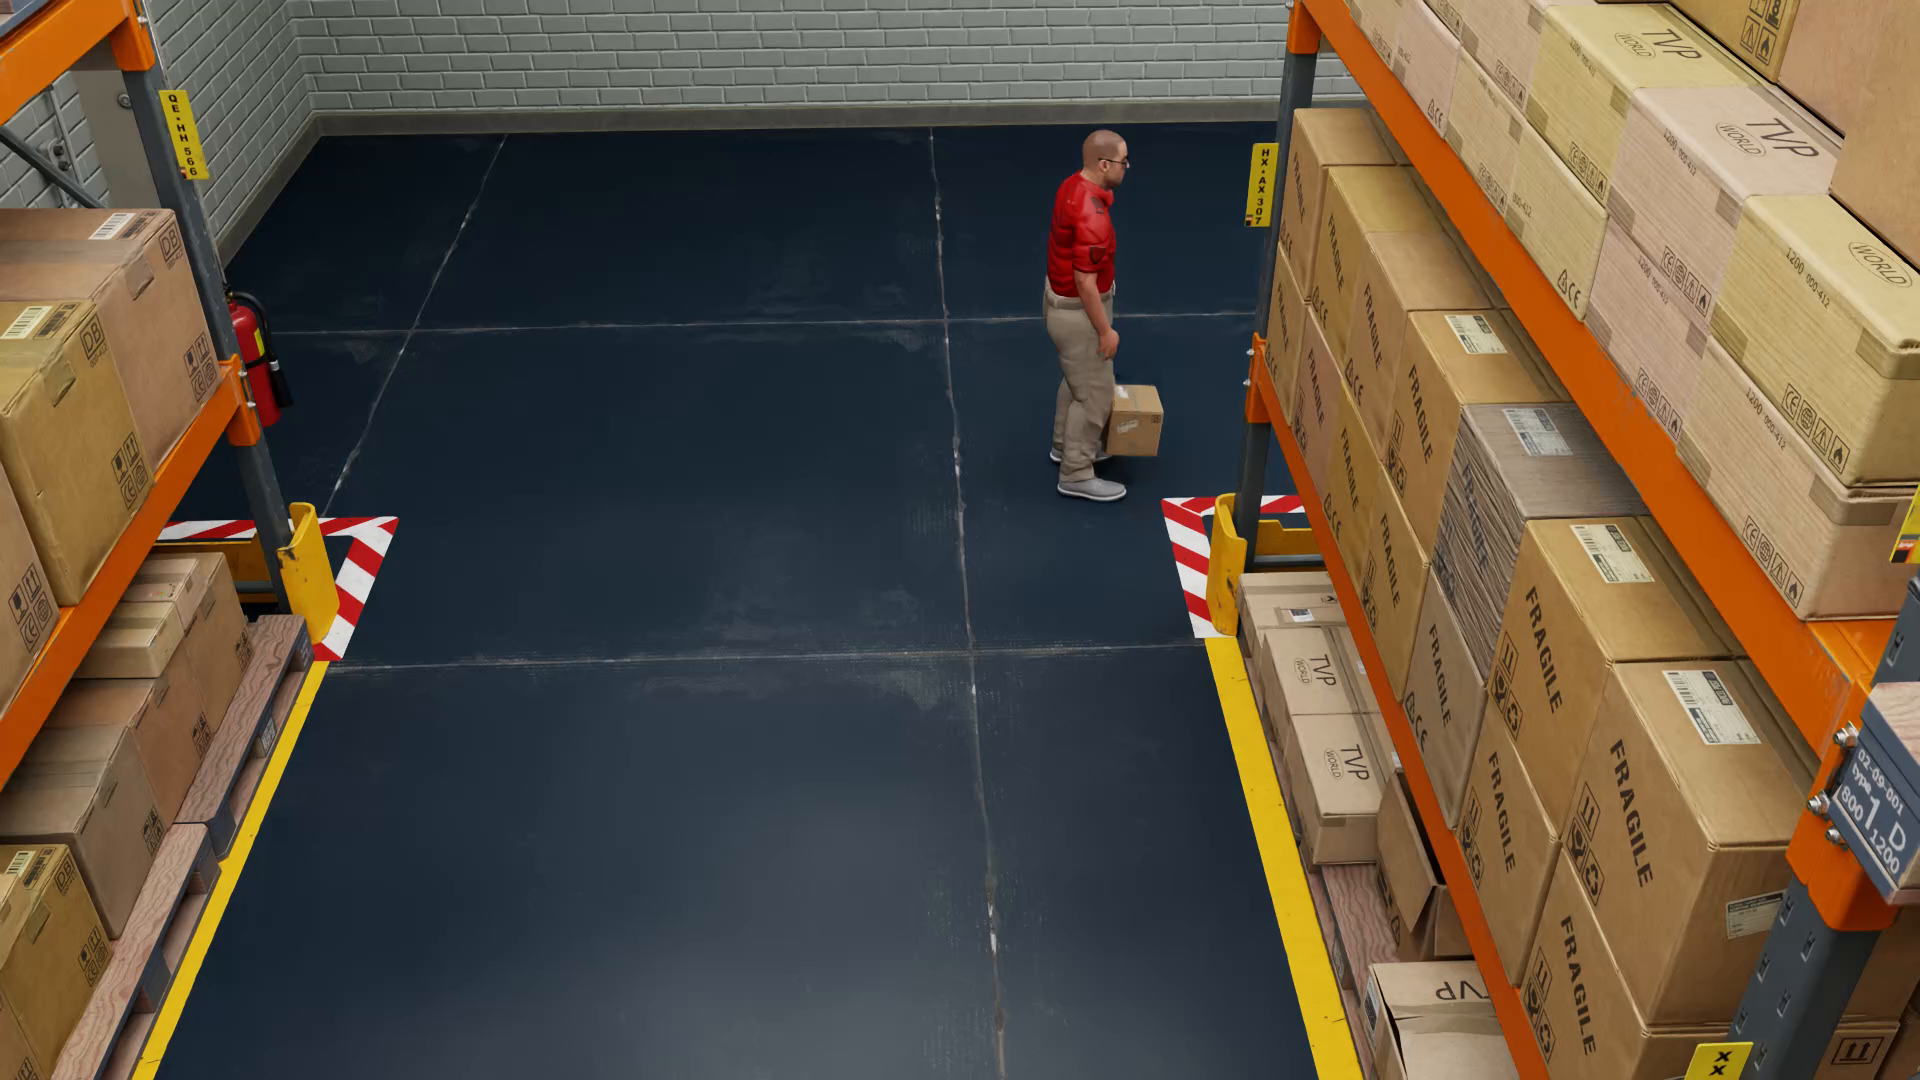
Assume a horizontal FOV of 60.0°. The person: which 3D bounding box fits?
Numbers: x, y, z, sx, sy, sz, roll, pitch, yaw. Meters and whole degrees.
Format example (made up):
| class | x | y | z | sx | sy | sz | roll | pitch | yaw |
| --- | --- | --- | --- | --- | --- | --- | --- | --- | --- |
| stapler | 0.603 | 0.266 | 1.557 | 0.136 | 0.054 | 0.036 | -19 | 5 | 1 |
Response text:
| class | x | y | z | sx | sy | sz | roll | pitch | yaw |
| --- | --- | --- | --- | --- | --- | --- | --- | --- | --- |
| person | 0.584 | -1.041 | 7.641 | 0.394 | 1.728 | 0.570 | -3 | 35 | -4 |
